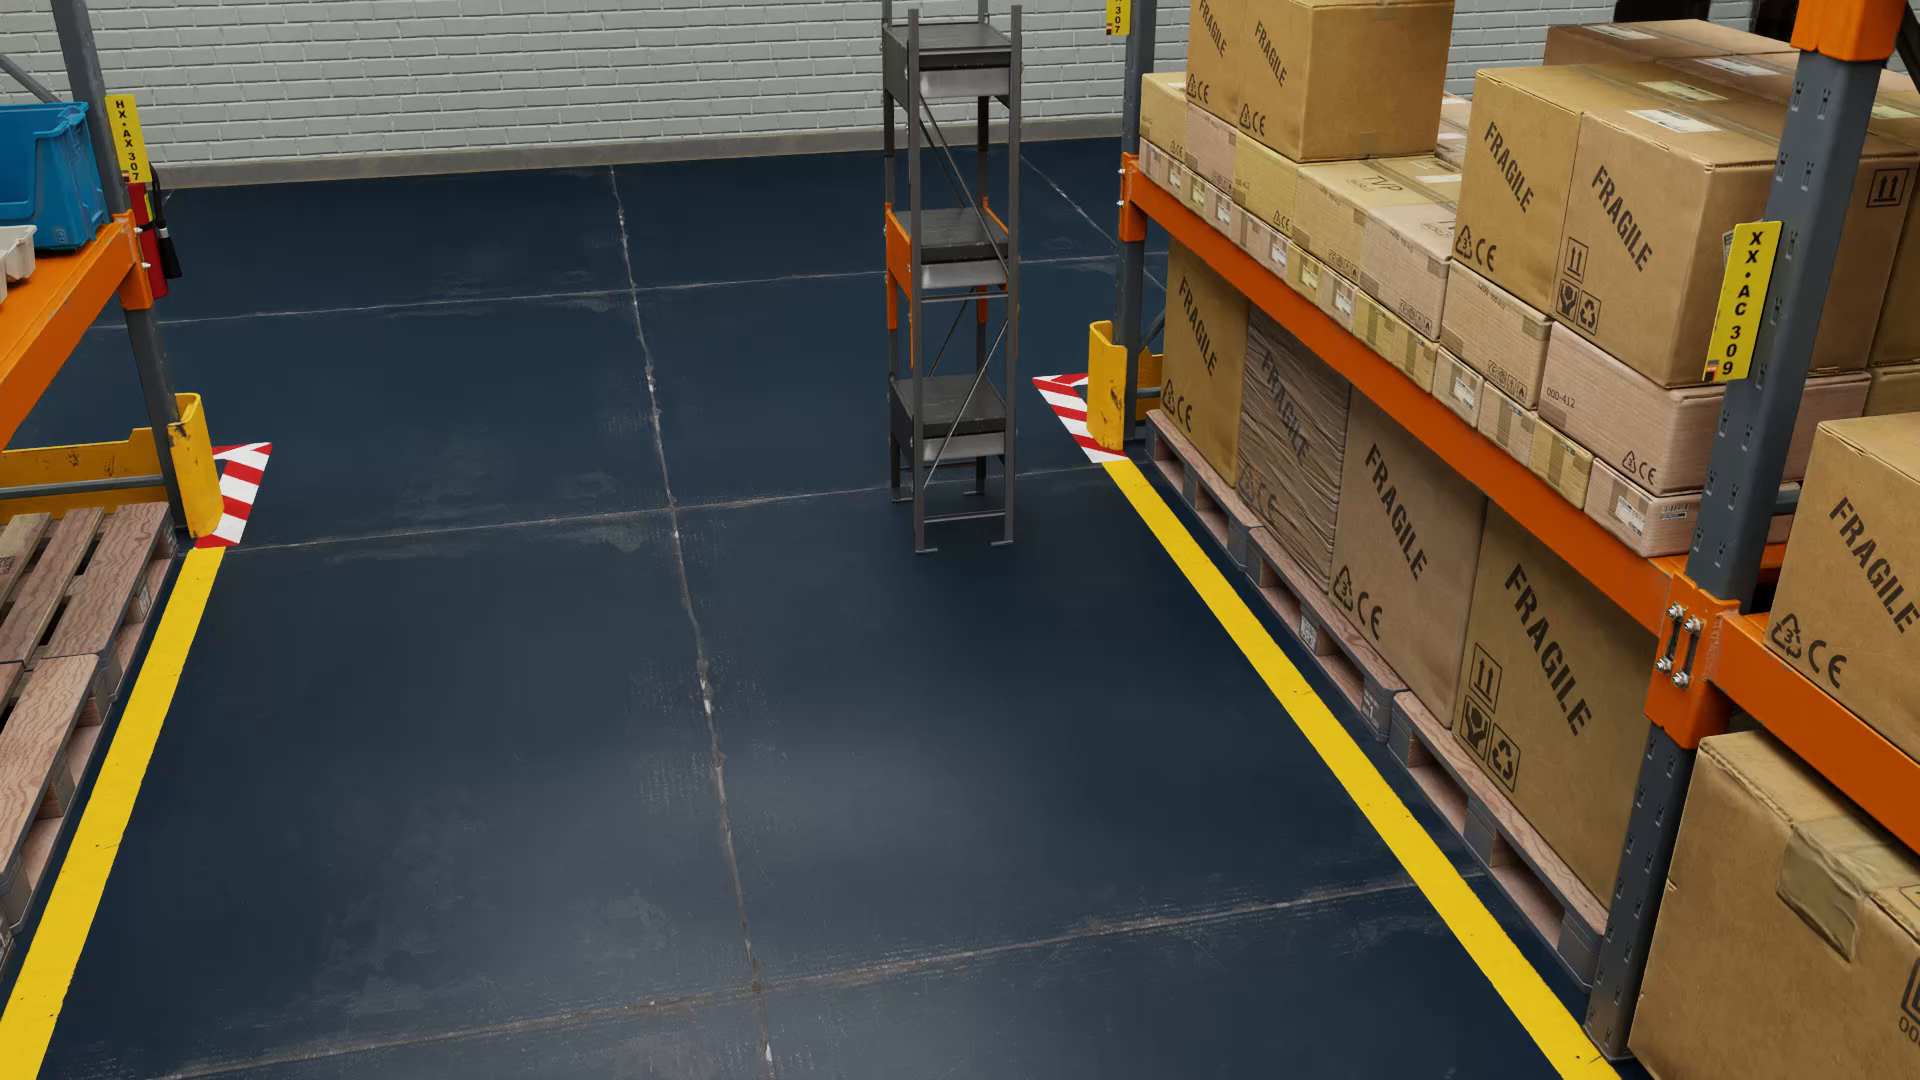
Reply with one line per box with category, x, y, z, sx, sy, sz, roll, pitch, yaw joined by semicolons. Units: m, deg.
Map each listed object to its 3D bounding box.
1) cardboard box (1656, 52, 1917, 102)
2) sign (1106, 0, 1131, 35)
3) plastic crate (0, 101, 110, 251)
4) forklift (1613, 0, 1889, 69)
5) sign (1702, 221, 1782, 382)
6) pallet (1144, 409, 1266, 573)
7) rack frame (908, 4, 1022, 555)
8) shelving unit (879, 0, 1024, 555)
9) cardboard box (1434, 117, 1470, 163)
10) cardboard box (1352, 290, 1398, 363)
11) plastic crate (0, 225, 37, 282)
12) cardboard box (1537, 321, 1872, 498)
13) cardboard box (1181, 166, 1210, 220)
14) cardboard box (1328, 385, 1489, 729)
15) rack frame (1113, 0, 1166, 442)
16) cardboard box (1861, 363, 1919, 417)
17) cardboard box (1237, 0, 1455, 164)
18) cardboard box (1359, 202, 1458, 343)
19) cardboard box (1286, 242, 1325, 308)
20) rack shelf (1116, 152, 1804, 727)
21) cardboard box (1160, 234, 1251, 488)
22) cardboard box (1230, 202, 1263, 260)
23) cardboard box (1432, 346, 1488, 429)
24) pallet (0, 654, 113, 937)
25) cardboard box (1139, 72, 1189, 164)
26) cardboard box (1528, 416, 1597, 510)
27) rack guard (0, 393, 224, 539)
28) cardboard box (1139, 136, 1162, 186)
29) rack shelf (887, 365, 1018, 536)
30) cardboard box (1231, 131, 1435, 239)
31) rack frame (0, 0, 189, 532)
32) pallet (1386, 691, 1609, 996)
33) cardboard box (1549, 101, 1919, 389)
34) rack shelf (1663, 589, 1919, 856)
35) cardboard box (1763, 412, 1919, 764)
cardboard box;2.131;-0.960;4.327;0.500;0.500;0.500;-6;27;-12
sign;0.650;-2.230;6.791;0.100;0.325;0.005;-6;27;-12
plastic crate;-3.376;-1.274;5.839;0.616;0.435;0.499;-6;27;-12
forklift;3.244;-1.459;6.387;1.130;2.935;3.031;-10;28;-18
sign;1.553;-0.471;3.306;0.100;0.325;0.005;-6;27;-12
pallet;1.449;-0.274;7.059;1.003;0.211;1.213;-6;27;-12
rack frame;0.018;-0.903;6.209;0.400;2.100;0.015;-6;27;-12
shelving unit;-0.037;-1.010;6.421;0.431;2.100;0.503;-6;27;-12
cardboard box;1.789;-1.296;5.825;0.500;0.250;0.500;-7;28;-13
cardboard box;1.416;-0.659;5.005;0.380;0.149;0.250;-6;27;-12
plastic crate;-3.273;-0.929;5.487;0.396;0.136;0.243;-6;27;-12
cardboard box;1.738;-0.339;3.930;0.500;0.250;0.500;-6;27;-13
cardboard box;1.068;-1.336;6.347;0.380;0.149;0.250;-7;28;-13
cardboard box;1.820;-0.038;5.389;0.875;0.875;0.875;-6;27;-12
rack frame;1.192;-1.862;7.111;1.000;3.000;0.127;-6;27;-12
cardboard box;2.243;-0.405;4.060;0.500;0.250;0.500;-6;27;-13
cardboard box;1.273;-1.578;5.552;0.500;0.500;0.500;-7;28;-13
cardboard box;1.504;-0.790;4.823;0.500;0.250;0.500;-5;27;-11
cardboard box;1.299;-0.886;5.455;0.380;0.149;0.250;-7;28;-13
rack shelf;1.643;-0.663;5.533;1.077;0.370;4.000;-6;27;-12
cardboard box;1.414;-0.828;6.954;0.875;0.875;0.875;-6;27;-12
cardboard box;1.184;-1.110;5.899;0.380;0.149;0.250;-6;27;-13
cardboard box;1.532;-0.433;4.558;0.380;0.149;0.250;-5;27;-11
pallet;-3.214;0.786;4.958;1.003;0.211;1.213;-6;27;-12
cardboard box;1.037;-1.690;6.606;0.500;0.250;0.500;-7;28;-13
cardboard box;1.647;-0.208;4.112;0.380;0.149;0.250;-5;27;-11
rack guard;-3.651;-0.253;6.696;1.175;0.500;0.348;-6;27;-12
cardboard box;0.951;-1.561;6.792;0.380;0.149;0.250;-6;27;-11
rack shelf;-0.037;-0.373;6.742;0.431;0.518;0.480;-6;27;-12
cardboard box;1.271;-1.241;5.717;0.500;0.250;0.500;-7;28;-13
rack frame;-3.633;-1.359;6.114;1.000;3.000;0.127;-6;27;-12
pallet;1.999;0.797;4.937;1.003;0.211;1.213;-6;27;-12
cardboard box;1.730;-0.682;3.775;0.500;0.500;0.500;-5;27;-10
rack shelf;2.544;1.093;2.054;1.077;0.370;4.000;-6;27;-12
cardboard box;1.954;0.076;3.159;0.500;0.500;0.500;-6;27;-11
